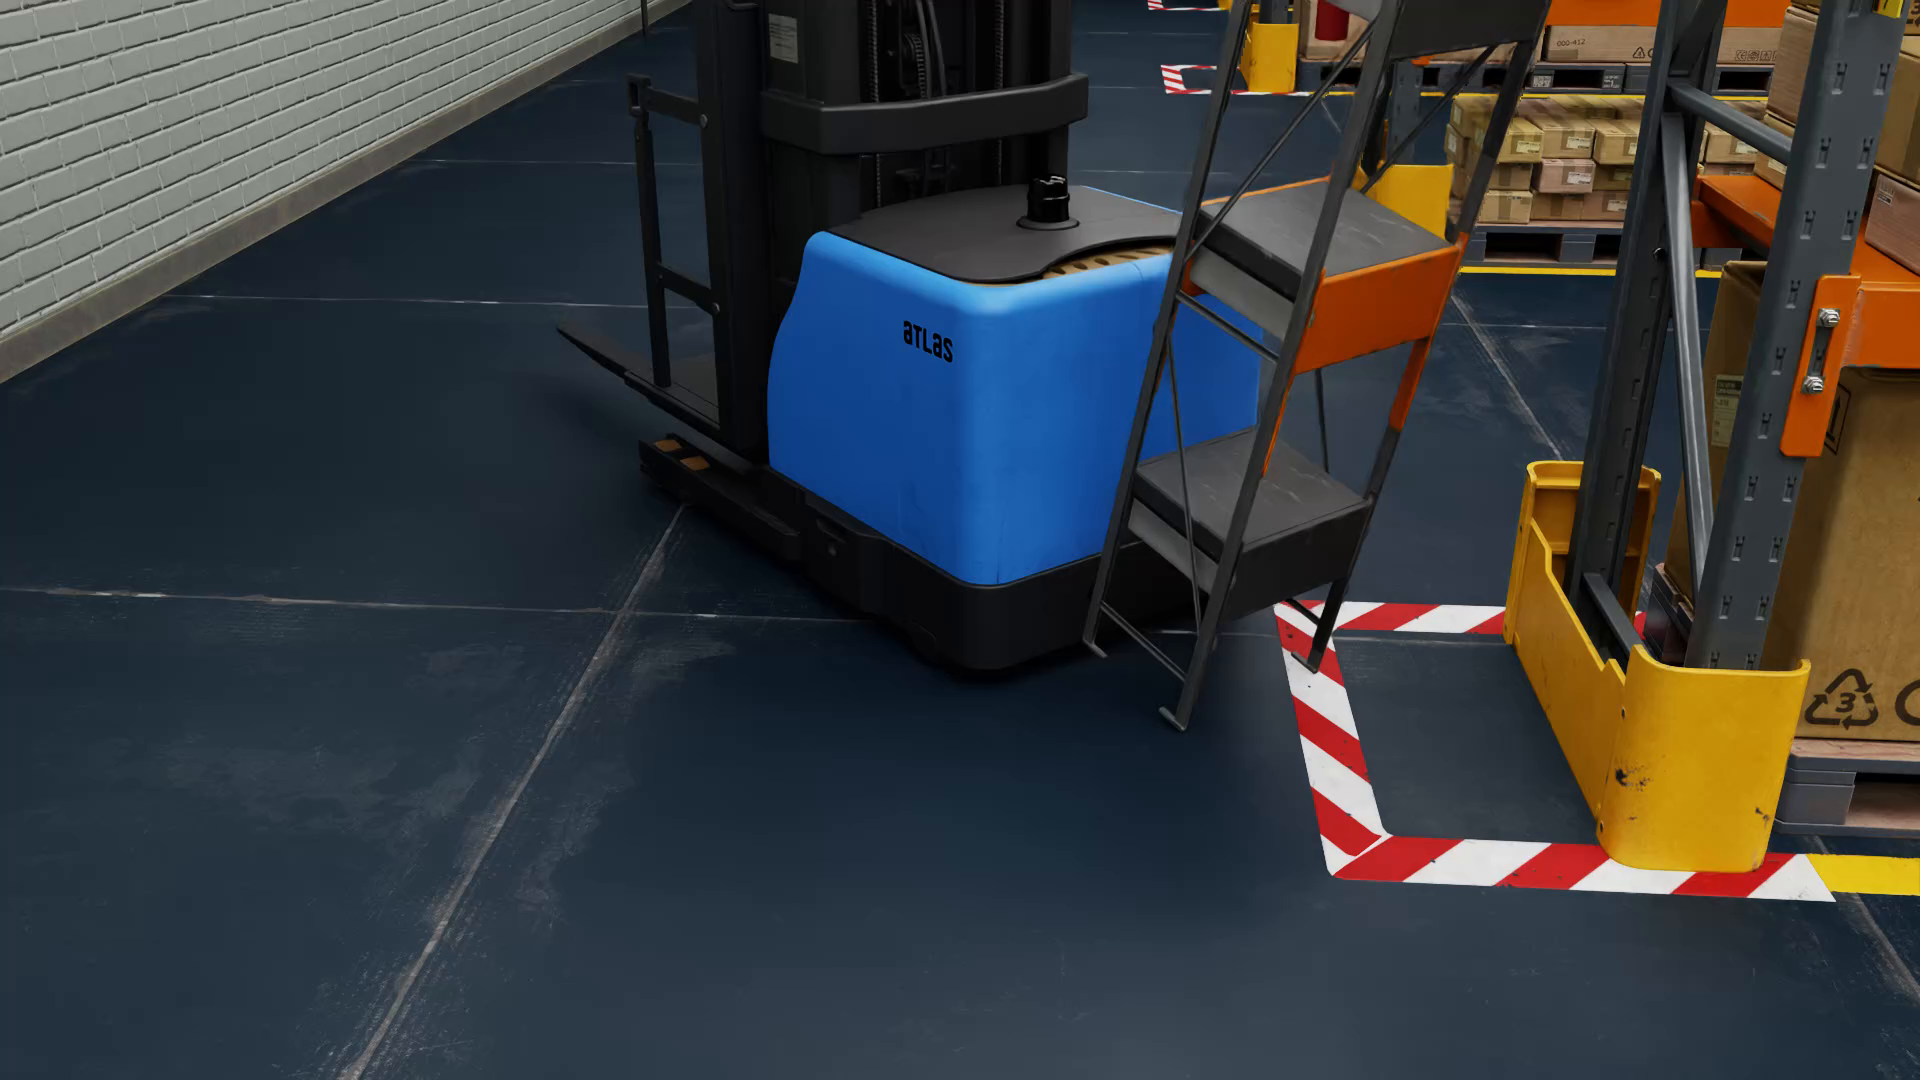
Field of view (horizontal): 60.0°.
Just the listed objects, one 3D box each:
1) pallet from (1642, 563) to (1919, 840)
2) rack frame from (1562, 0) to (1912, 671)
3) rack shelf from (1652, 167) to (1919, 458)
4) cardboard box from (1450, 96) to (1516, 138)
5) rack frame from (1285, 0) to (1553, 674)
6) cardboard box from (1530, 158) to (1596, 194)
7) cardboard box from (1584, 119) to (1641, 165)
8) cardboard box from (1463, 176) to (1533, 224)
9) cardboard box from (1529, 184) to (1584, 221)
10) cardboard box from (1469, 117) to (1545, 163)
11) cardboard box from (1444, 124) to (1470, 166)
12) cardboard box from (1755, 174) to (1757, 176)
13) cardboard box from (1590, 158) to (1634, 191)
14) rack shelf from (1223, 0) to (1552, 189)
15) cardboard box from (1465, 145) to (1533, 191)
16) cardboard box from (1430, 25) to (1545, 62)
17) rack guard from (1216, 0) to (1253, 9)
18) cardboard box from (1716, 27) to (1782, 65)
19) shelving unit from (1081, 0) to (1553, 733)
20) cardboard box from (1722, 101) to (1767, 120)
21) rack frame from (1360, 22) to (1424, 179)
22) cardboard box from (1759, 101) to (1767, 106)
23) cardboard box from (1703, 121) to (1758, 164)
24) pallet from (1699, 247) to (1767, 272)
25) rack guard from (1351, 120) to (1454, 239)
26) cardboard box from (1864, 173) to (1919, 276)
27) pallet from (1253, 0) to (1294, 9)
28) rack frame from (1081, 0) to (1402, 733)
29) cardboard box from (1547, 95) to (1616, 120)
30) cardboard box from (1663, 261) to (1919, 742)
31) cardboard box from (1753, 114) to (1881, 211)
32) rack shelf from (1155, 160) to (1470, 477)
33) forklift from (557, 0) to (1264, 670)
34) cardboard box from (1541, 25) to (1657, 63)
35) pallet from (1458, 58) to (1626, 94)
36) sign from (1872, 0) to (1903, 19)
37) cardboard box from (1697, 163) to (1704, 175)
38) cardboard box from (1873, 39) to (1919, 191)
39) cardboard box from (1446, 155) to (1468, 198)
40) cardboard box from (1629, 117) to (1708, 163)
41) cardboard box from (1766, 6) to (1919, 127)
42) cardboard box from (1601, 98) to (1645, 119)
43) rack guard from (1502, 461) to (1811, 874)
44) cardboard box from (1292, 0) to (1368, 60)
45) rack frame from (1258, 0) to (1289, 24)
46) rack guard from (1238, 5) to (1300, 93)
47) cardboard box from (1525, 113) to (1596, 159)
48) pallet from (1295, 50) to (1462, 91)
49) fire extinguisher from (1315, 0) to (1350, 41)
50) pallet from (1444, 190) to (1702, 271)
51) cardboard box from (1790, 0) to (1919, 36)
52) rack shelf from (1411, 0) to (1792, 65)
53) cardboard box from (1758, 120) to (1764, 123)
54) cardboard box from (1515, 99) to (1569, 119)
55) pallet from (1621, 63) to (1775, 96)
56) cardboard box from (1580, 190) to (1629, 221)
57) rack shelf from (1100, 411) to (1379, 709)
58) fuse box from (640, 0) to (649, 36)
[{"bbox_3d":[2.483,0.384,4.162,1.213,0.211,1.003,2,25,4],"label":"pallet"},{"bbox_3d":[1.680,-0.875,3.564,0.127,3.000,1.000,2,25,4],"label":"rack frame"},{"bbox_3d":[3.674,-0.485,3.575,4.000,0.370,1.077,2,25,4],"label":"rack shelf"},{"bbox_3d":[2.708,-2.194,8.626,0.250,0.149,0.380,2,25,5],"label":"cardboard box"},{"bbox_3d":[0.981,-0.593,3.961,0.015,2.100,0.400,-18,44,-33],"label":"rack frame"},{"bbox_3d":[2.932,-1.814,8.157,0.250,0.149,0.380,2,25,4],"label":"cardboard box"},{"bbox_3d":[3.183,-1.927,8.046,0.250,0.149,0.380,2,25,4],"label":"cardboard box"},{"bbox_3d":[2.659,-1.685,8.232,0.250,0.149,0.380,2,25,5],"label":"cardboard box"},{"bbox_3d":[2.926,-1.711,8.288,0.250,0.149,0.380,2,25,4],"label":"cardboard box"},{"bbox_3d":[2.657,-1.947,8.089,0.250,0.149,0.380,1,25,2],"label":"cardboard box"},{"bbox_3d":[2.709,-2.072,8.718,0.250,0.149,0.380,1,25,3],"label":"cardboard box"},{"bbox_3d":[3.976,-1.830,8.190,0.250,0.149,0.380,3,25,7],"label":"cardboard box"},{"bbox_3d":[3.183,-1.843,8.220,0.250,0.149,0.380,2,25,5],"label":"cardboard box"},{"bbox_3d":[0.883,-1.082,3.430,0.480,0.518,0.431,-18,44,-33],"label":"rack shelf"},{"bbox_3d":[2.663,-1.847,8.227,0.250,0.149,0.380,3,25,6],"label":"cardboard box"},{"bbox_3d":[4.018,-4.027,12.977,0.875,0.438,0.875,2,25,5],"label":"cardboard box"},{"bbox_3d":[2.891,-5.937,17.554,0.348,0.500,1.175,2,25,4],"label":"rack guard"},{"bbox_3d":[5.809,-3.969,12.851,0.875,0.438,0.875,1,25,3],"label":"cardboard box"},{"bbox_3d":[0.787,-0.531,3.828,0.503,2.100,0.431,-18,44,-33],"label":"shelving unit"},{"bbox_3d":[4.002,-2.132,8.491,0.250,0.149,0.380,1,25,2],"label":"cardboard box"},{"bbox_3d":[2.161,-2.939,8.050,0.127,3.000,1.000,2,25,4],"label":"rack frame"},{"bbox_3d":[4.265,-2.135,8.499,0.250,0.149,0.380,2,25,4],"label":"cardboard box"},{"bbox_3d":[3.712,-1.941,8.076,0.250,0.149,0.380,3,25,6],"label":"cardboard box"},{"bbox_3d":[4.257,-1.589,8.452,1.213,0.211,1.003,2,25,4],"label":"pallet"},{"bbox_3d":[2.236,-1.801,8.567,0.348,0.500,1.175,2,25,4],"label":"rack guard"},{"bbox_3d":[2.009,-0.612,3.293,0.250,0.149,0.380,2,25,5],"label":"cardboard box"},{"bbox_3d":[3.686,-5.780,17.560,1.213,0.211,1.003,2,25,4],"label":"pallet"},{"bbox_3d":[0.592,-0.469,3.694,0.015,2.100,0.400,-18,44,-33],"label":"rack frame"},{"bbox_3d":[3.222,-2.207,8.654,0.250,0.149,0.380,1,25,3],"label":"cardboard box"},{"bbox_3d":[2.325,-0.114,3.949,0.875,0.875,0.875,2,25,4],"label":"cardboard box"},{"bbox_3d":[2.061,-0.887,3.890,0.250,0.149,0.380,2,25,5],"label":"cardboard box"},{"bbox_3d":[0.785,-0.520,3.836,0.480,0.518,0.431,-18,44,-33],"label":"rack shelf"},{"bbox_3d":[-0.427,-1.548,5.108,1.130,2.935,3.031,-17,30,-33],"label":"forklift"},{"bbox_3d":[4.917,-3.998,12.913,0.875,0.438,0.875,1,25,2],"label":"cardboard box"},{"bbox_3d":[4.455,-3.706,13.051,1.213,0.211,1.003,2,25,4],"label":"pallet"},{"bbox_3d":[1.632,-1.074,2.864,0.005,0.325,0.100,2,25,4],"label":"sign"},{"bbox_3d":[3.431,-1.790,8.104,0.250,0.149,0.380,3,25,6],"label":"cardboard box"},{"bbox_3d":[2.138,-0.815,3.255,0.500,0.250,0.500,1,25,3],"label":"cardboard box"},{"bbox_3d":[2.702,-1.905,8.710,0.250,0.149,0.380,2,25,5],"label":"cardboard box"},{"bbox_3d":[3.436,-1.953,8.103,0.250,0.149,0.380,1,25,1],"label":"cardboard box"},{"bbox_3d":[2.184,-1.038,3.740,0.500,0.250,0.500,1,25,3],"label":"cardboard box"},{"bbox_3d":[3.475,-2.172,8.578,0.250,0.149,0.380,1,25,2],"label":"cardboard box"},{"bbox_3d":[1.656,0.259,4.088,0.348,0.500,1.175,2,25,4],"label":"rack guard"},{"bbox_3d":[3.105,-4.053,13.033,0.875,0.438,0.875,1,25,2],"label":"cardboard box"},{"bbox_3d":[2.439,-5.006,12.540,0.127,3.000,1.000,2,25,4],"label":"rack frame"},{"bbox_3d":[2.415,-3.871,13.065,0.348,0.500,1.175,2,25,4],"label":"rack guard"},{"bbox_3d":[2.941,-1.988,8.179,0.250,0.149,0.380,2,25,5],"label":"cardboard box"},{"bbox_3d":[3.242,-3.746,13.139,1.213,0.211,1.003,2,25,4],"label":"pallet"},{"bbox_3d":[1.945,-2.935,8.579,0.183,0.674,0.296,2,25,4],"label":"fire extinguisher"},{"bbox_3d":[3.044,-1.630,8.539,1.213,0.211,1.003,2,25,4],"label":"pallet"},{"bbox_3d":[2.186,-1.377,3.581,0.500,0.500,0.500,2,25,5],"label":"cardboard box"},{"bbox_3d":[4.155,-2.549,8.061,4.000,0.370,1.077,2,25,4],"label":"rack shelf"},{"bbox_3d":[3.971,-1.913,8.016,0.250,0.149,0.380,2,25,5],"label":"cardboard box"},{"bbox_3d":[2.954,-2.162,8.557,0.250,0.149,0.380,2,25,5],"label":"cardboard box"},{"bbox_3d":[5.675,-3.668,12.969,1.213,0.211,1.003,2,25,4],"label":"pallet"},{"bbox_3d":[3.174,-1.706,8.276,0.250,0.149,0.380,2,25,5],"label":"cardboard box"},{"bbox_3d":[0.687,0.042,4.241,0.480,0.518,0.431,-18,44,-33],"label":"rack shelf"},{"bbox_3d":[-2.879,-5.462,15.073,0.414,1.711,0.539,2,25,4],"label":"fuse box"}]
